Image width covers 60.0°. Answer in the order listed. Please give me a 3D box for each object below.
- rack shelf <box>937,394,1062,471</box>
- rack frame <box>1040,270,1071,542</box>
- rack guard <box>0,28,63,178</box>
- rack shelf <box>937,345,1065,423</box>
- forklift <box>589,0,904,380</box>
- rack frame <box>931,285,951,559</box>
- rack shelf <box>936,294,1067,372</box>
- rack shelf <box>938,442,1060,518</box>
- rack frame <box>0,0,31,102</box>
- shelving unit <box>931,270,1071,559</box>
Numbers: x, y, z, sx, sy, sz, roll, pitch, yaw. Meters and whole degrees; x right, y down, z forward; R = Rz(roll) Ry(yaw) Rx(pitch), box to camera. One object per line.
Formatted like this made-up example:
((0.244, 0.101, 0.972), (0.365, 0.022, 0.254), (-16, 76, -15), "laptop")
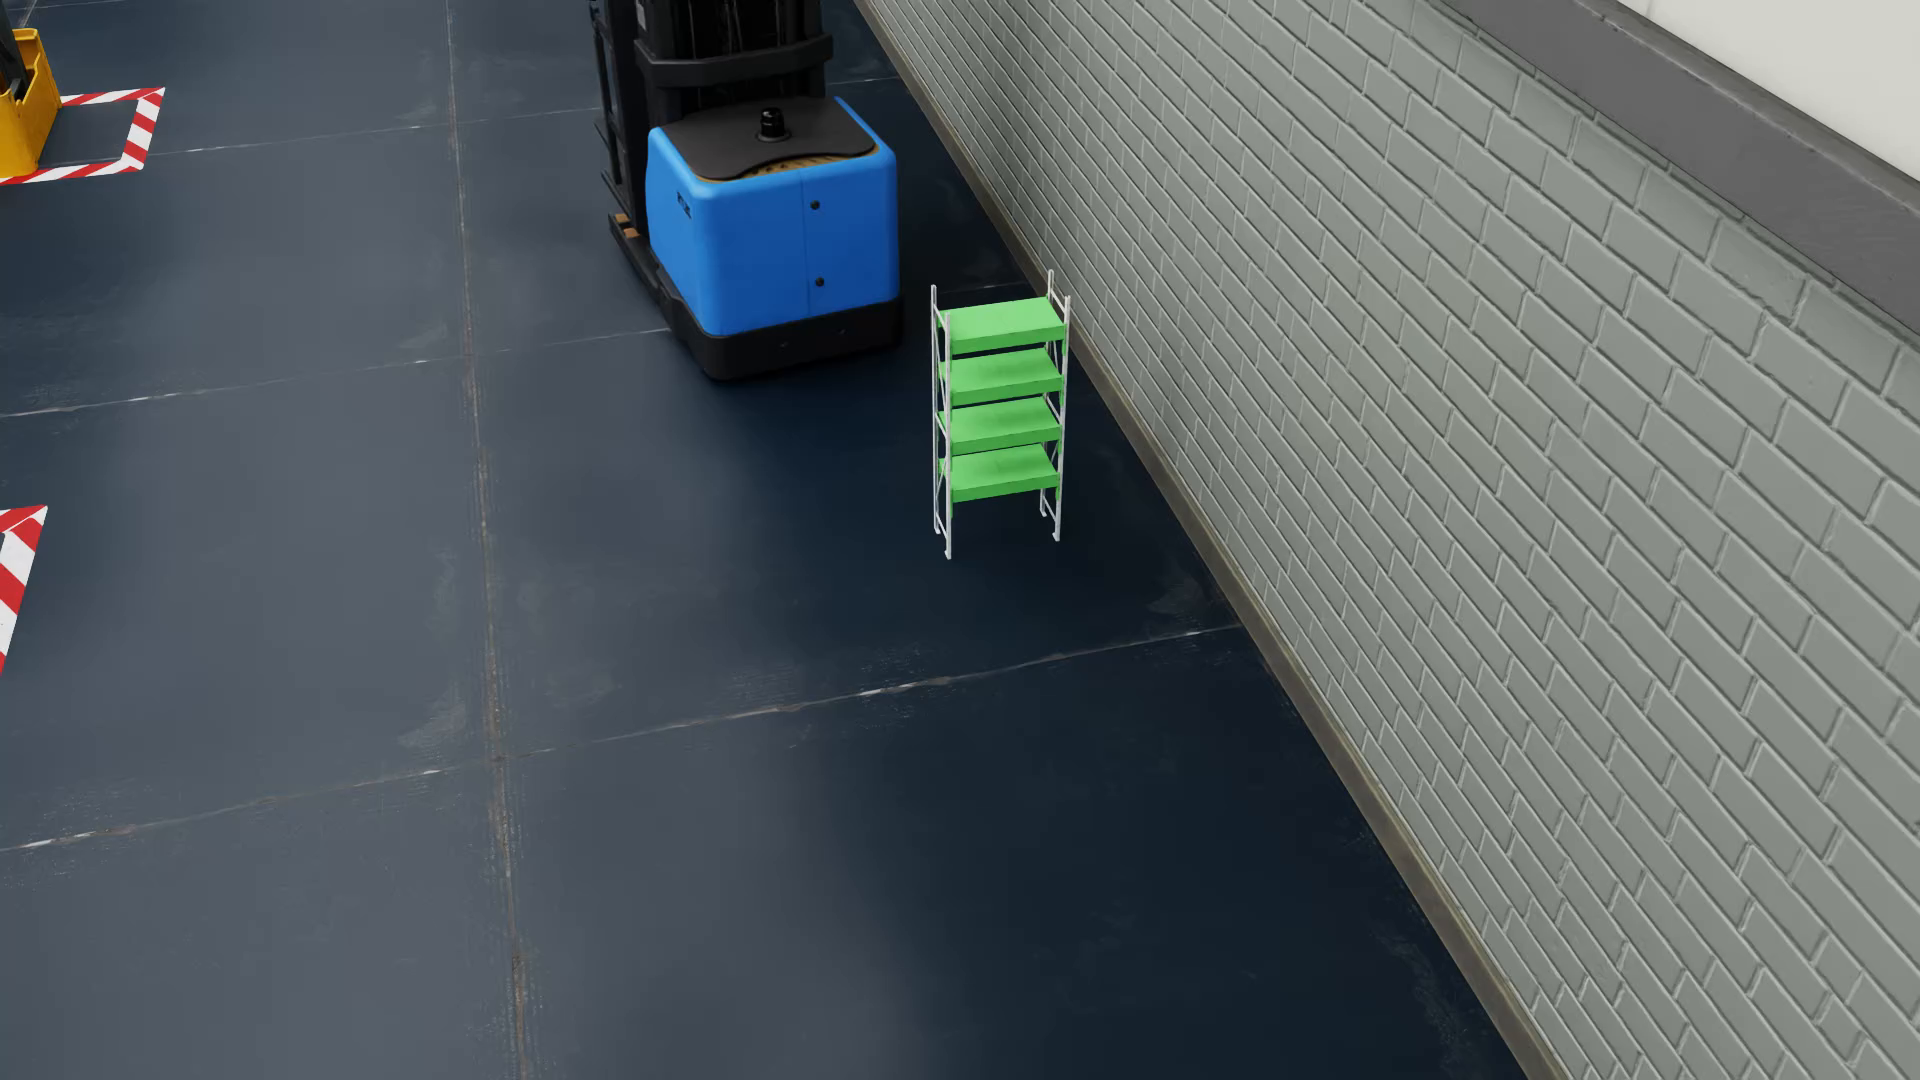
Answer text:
((0.160, -0.452, 6.959), (0.480, 0.148, 0.258), (-9, 38, -12), "rack shelf")
((0.395, -0.541, 6.970), (0.015, 1.200, 0.240), (-9, 38, -12), "rack frame")
((-5.977, -2.749, 10.432), (0.348, 0.500, 1.175), (-9, 38, -12), "rack guard")
((0.160, -0.643, 6.813), (0.480, 0.148, 0.258), (-9, 38, -12), "rack shelf")
((-1.345, -2.842, 8.553), (1.130, 2.935, 3.031), (-15, 40, -19), "forklift")
((-0.076, -0.464, 6.869), (0.015, 1.200, 0.240), (-9, 38, -12), "rack frame")
((0.160, -0.833, 6.667), (0.480, 0.148, 0.258), (-9, 38, -12), "rack shelf")
((0.160, -0.261, 7.104), (0.480, 0.148, 0.258), (-9, 38, -12), "rack shelf")
((-6.000, -3.738, 9.667), (0.127, 3.000, 1.000), (-9, 38, -12), "rack frame")
((0.160, -0.503, 6.920), (0.503, 1.200, 0.258), (-9, 38, -12), "shelving unit")
